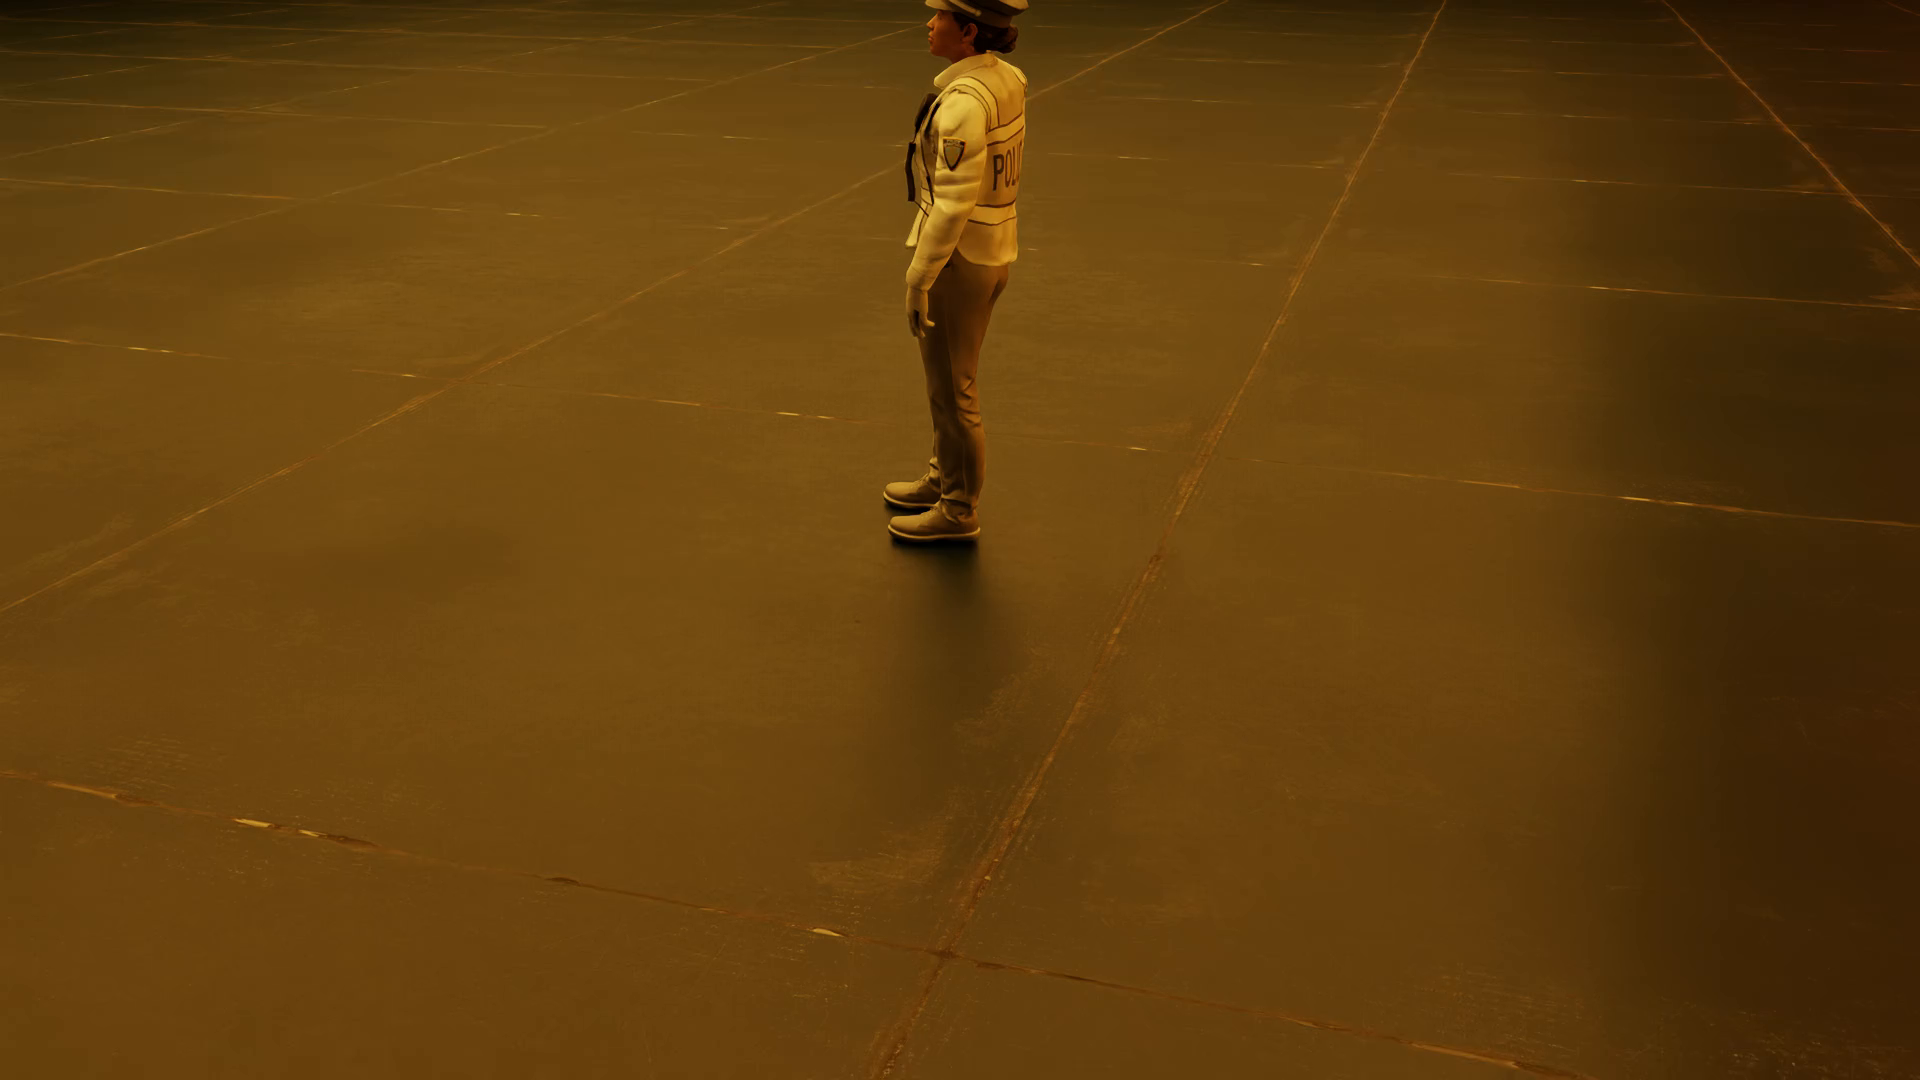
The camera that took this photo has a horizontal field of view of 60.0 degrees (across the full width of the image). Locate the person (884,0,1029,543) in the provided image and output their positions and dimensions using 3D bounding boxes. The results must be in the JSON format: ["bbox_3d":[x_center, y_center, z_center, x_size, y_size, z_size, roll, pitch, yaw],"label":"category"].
[{"bbox_3d":[-0.064,-0.800,4.820,0.530,1.694,0.587,7,23,16],"label":"person"}]
